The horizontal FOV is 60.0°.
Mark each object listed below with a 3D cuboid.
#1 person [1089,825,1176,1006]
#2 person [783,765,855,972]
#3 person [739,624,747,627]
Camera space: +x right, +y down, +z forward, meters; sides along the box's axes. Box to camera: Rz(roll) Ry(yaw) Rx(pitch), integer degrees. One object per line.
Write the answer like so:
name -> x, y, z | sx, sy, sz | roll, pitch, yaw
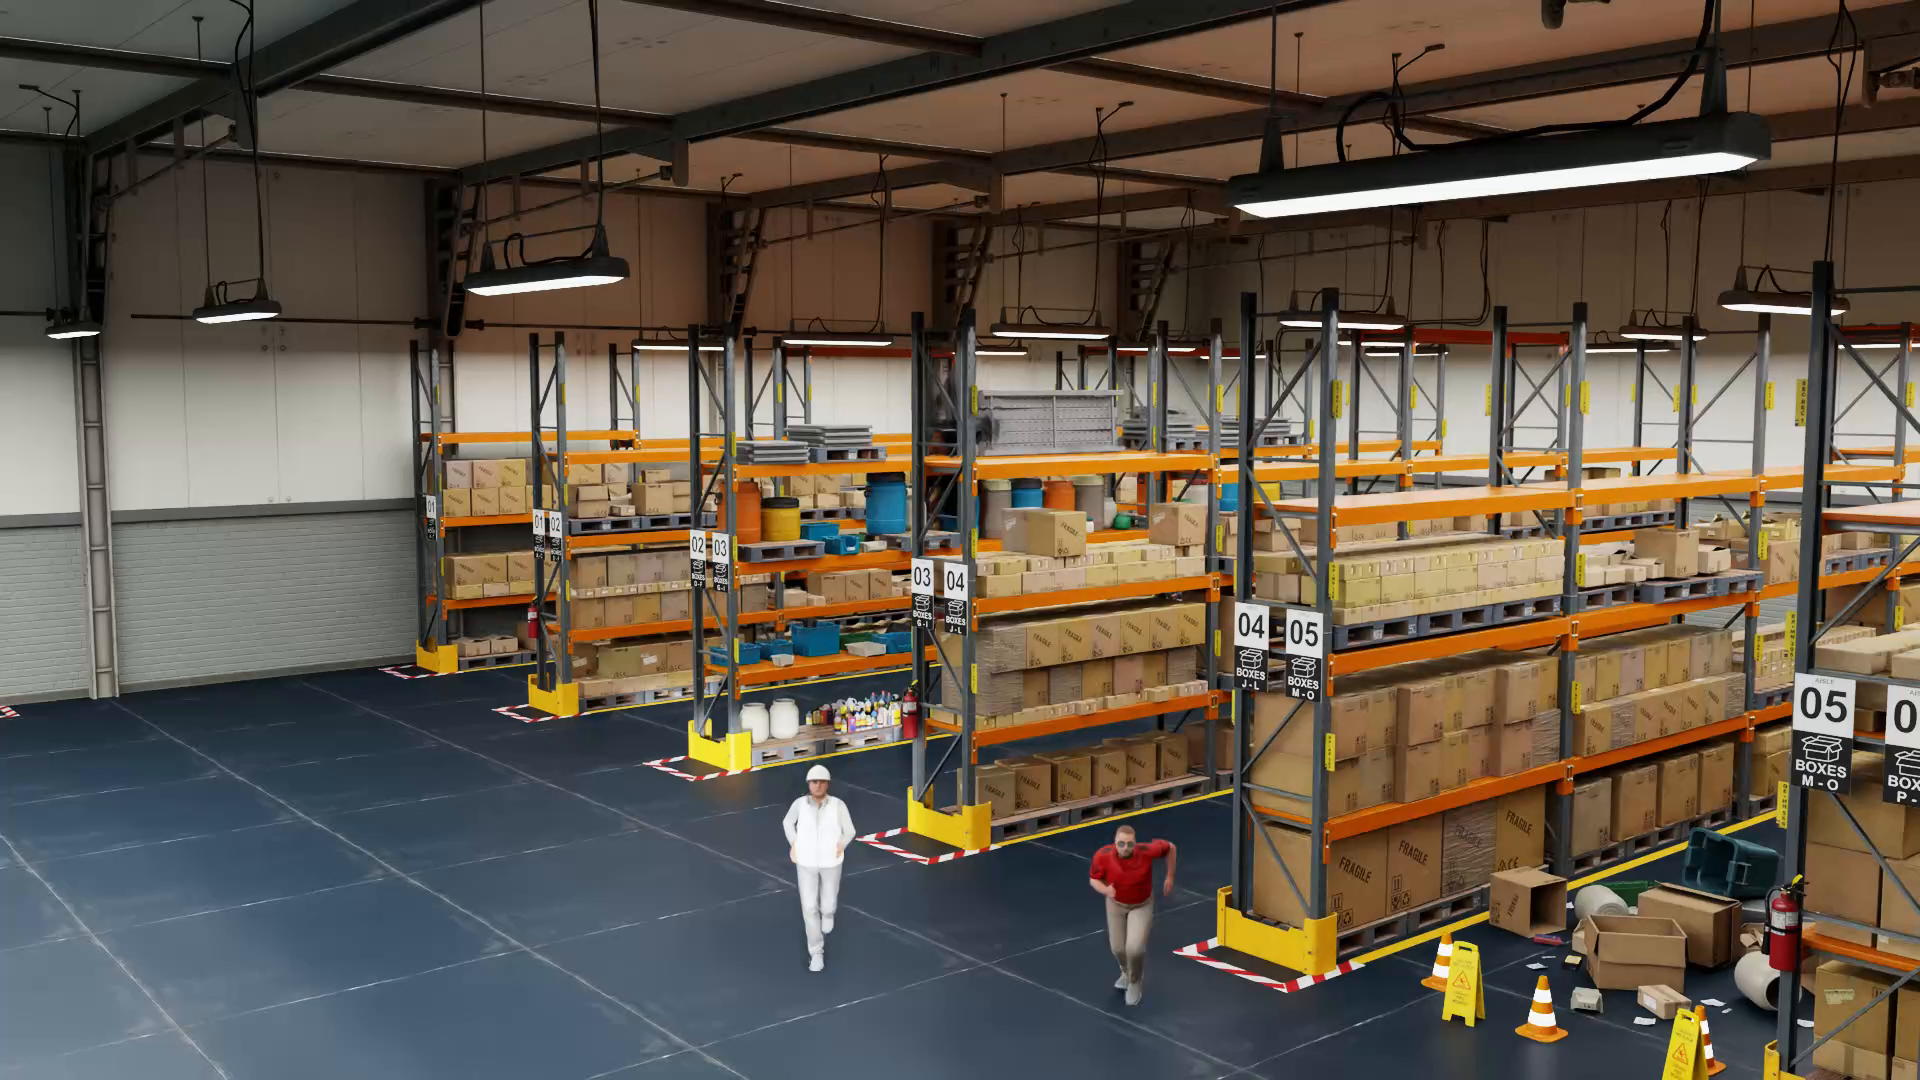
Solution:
person -> 1.440, 3.105, 13.866 | 0.700, 1.619, 0.990 | 1, 5, 12
person -> -1.277, 2.905, 15.052 | 0.662, 1.763, 0.875 | 0, 5, -3
person -> -4.099, 1.417, 31.219 | 0.706, 1.720, 0.575 | 5, 7, 42
